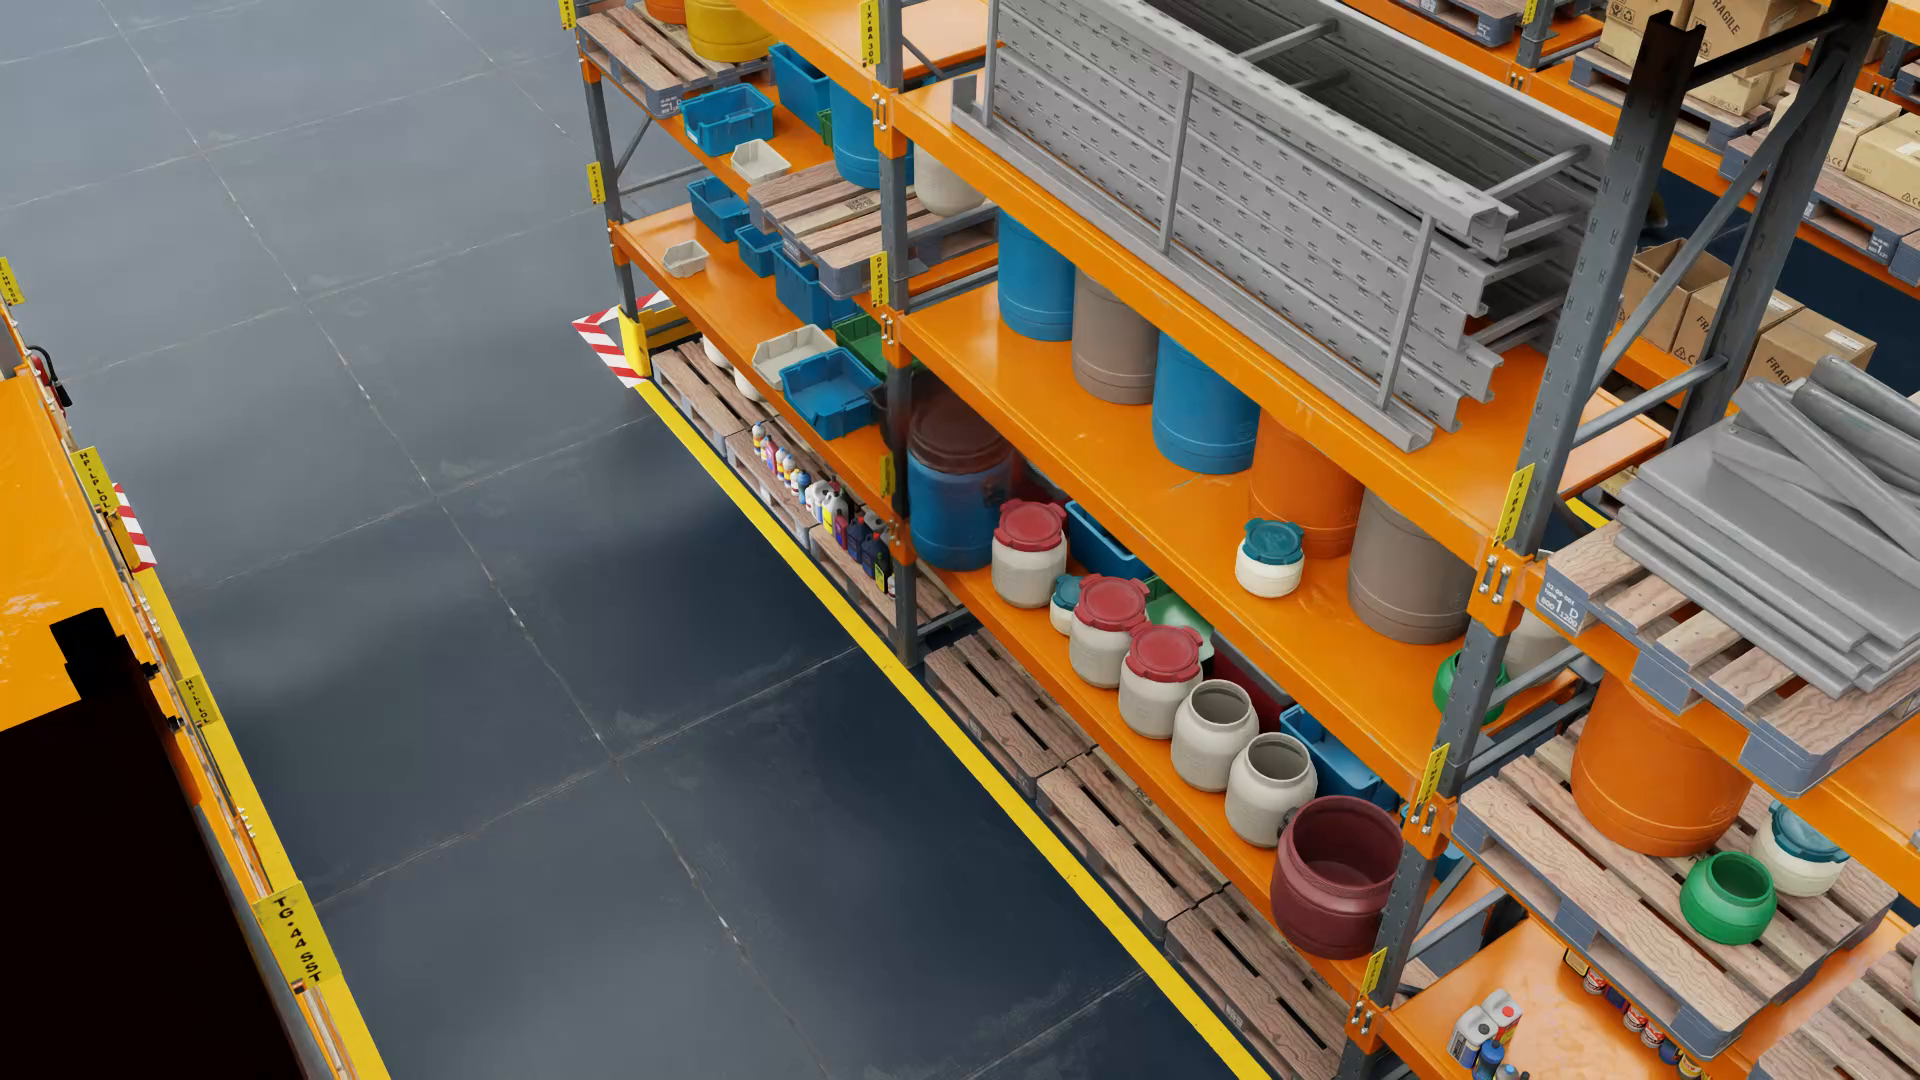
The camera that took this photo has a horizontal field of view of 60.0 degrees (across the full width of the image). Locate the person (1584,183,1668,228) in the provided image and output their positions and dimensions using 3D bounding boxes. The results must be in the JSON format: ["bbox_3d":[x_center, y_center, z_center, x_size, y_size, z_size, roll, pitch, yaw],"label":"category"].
[{"bbox_3d":[5.731,-3.535,14.376,1.204,1.606,0.662,22,47,22],"label":"person"}]
